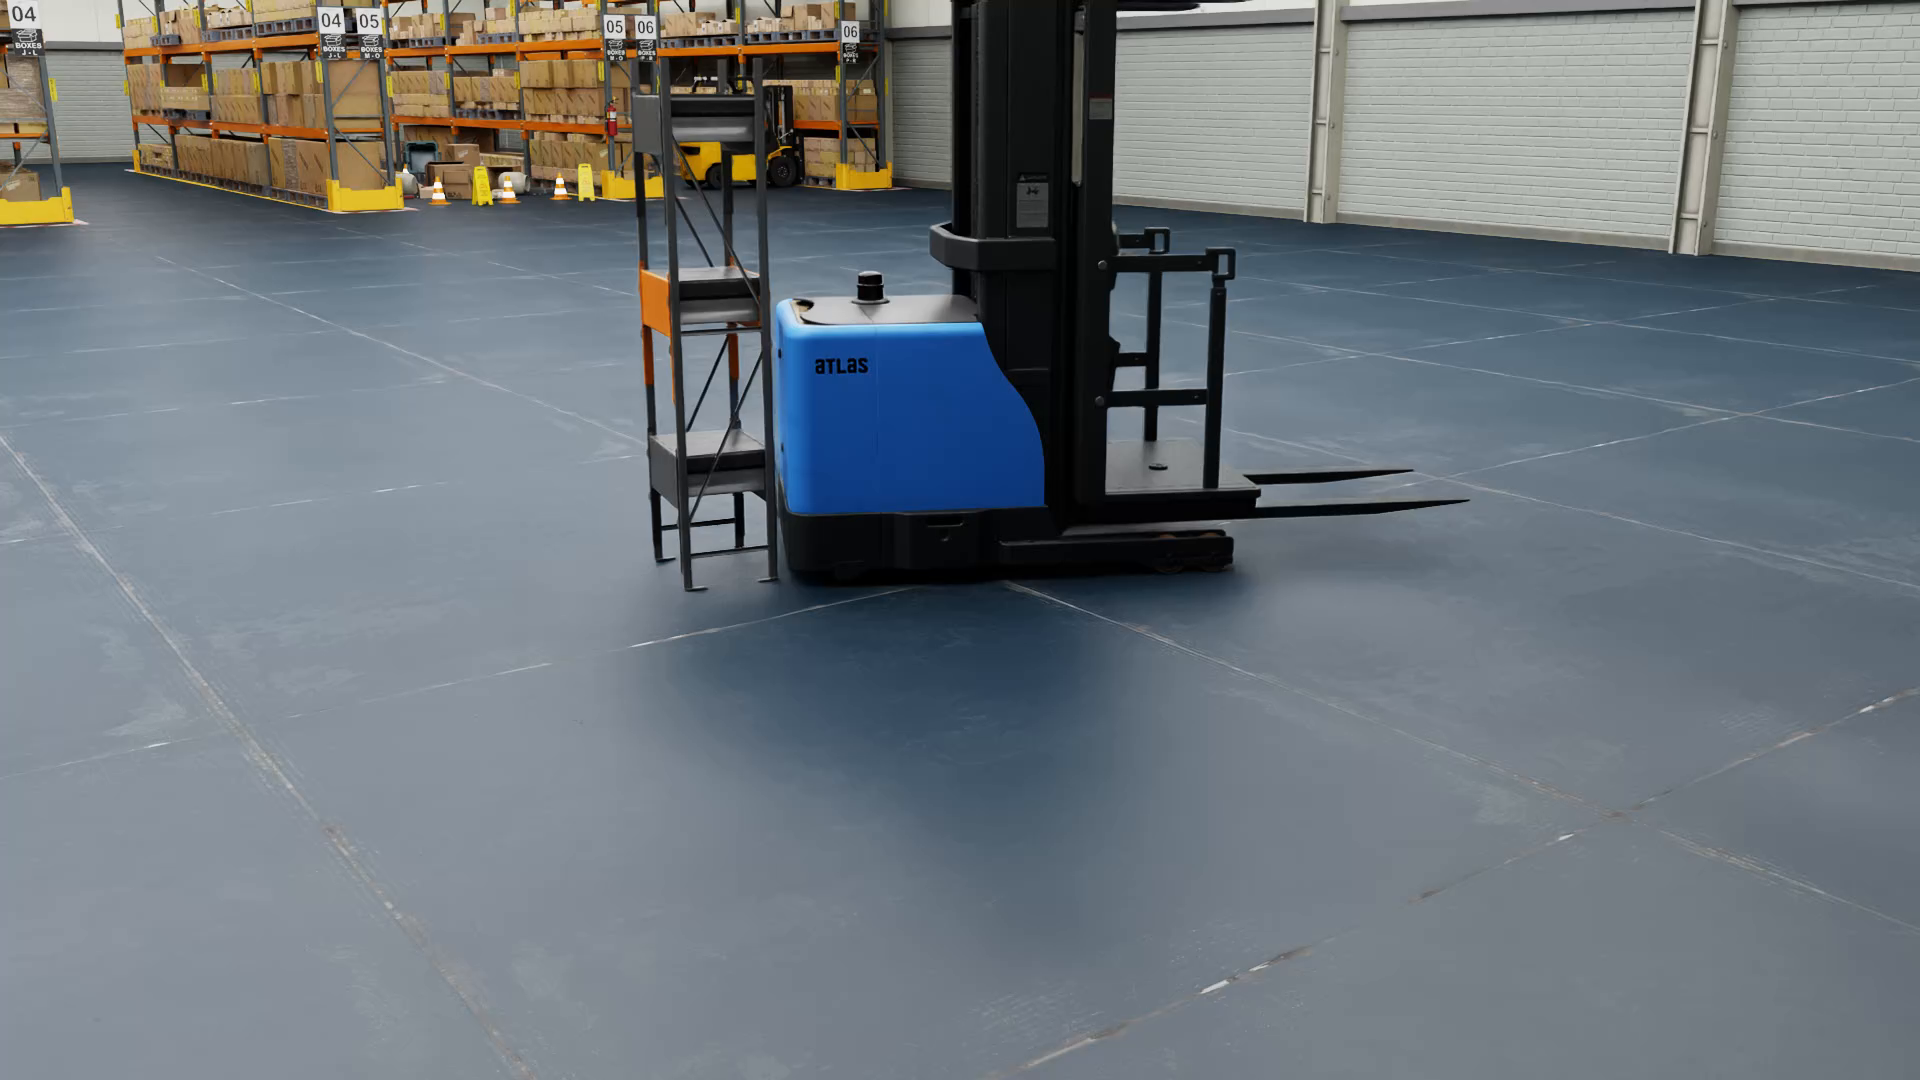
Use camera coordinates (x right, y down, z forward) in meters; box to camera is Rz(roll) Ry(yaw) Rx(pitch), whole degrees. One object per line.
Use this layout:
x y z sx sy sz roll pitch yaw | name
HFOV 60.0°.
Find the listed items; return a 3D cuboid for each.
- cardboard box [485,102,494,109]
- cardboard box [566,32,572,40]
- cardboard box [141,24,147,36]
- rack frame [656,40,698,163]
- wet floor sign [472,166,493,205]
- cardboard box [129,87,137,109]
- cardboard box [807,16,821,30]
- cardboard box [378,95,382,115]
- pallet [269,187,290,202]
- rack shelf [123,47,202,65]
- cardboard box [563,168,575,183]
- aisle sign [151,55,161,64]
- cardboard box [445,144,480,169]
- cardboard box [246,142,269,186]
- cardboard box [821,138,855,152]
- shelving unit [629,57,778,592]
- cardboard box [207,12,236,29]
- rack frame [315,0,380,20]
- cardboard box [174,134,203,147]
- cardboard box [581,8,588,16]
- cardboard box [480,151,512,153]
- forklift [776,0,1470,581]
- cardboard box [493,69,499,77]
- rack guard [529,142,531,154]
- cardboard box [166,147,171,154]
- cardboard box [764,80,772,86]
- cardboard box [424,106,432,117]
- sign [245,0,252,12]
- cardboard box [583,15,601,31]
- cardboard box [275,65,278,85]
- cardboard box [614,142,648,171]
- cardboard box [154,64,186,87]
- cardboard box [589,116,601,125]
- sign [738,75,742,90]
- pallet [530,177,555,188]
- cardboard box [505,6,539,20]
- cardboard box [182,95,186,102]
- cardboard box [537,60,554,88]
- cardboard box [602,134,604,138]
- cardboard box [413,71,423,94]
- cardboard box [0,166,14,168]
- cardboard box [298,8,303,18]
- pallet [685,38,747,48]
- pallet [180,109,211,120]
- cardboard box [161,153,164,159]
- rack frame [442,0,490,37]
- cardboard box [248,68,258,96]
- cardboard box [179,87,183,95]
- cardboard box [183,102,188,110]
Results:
-9.701 -9.088 34.781 0.380 0.149 0.250 -10 18 -33 | cardboard box
-7.115 -9.386 30.981 0.380 0.149 0.250 -11 19 -36 | cardboard box
-18.033 -11.420 37.275 0.500 0.250 0.500 -10 18 -32 | cardboard box
-6.640 -10.229 39.268 1.000 3.000 0.127 -11 19 -35 | rack frame
-8.275 -6.125 28.734 0.232 0.644 0.267 14 21 42 | wet floor sign
-19.261 -10.429 39.246 0.500 0.500 0.500 -10 18 -32 | cardboard box
-2.818 -10.338 33.252 0.396 0.266 0.258 -11 19 -34 | cardboard box
-13.791 -10.529 40.173 0.500 0.500 0.500 -11 19 -36 | cardboard box
-11.862 -6.294 30.174 1.003 0.211 1.213 -11 19 -35 | pallet
-18.125 -11.049 37.944 1.077 0.370 4.000 -11 19 -35 | rack shelf
-7.252 -6.980 31.808 0.500 0.250 0.500 -12 19 -37 | cardboard box
-19.101 -11.692 39.690 0.394 0.787 0.004 -11 19 -35 | aisle sign
-9.723 -7.481 32.527 0.500 0.500 0.500 -11 19 -35 | cardboard box
-12.683 -7.050 31.118 1.050 0.750 0.750 -11 19 -35 | cardboard box
-2.459 -7.929 33.385 0.500 0.250 0.500 -10 18 -33 | cardboard box
-1.046 -0.882 6.822 0.431 2.100 0.503 -7 17 -23 | shelving unit
-14.350 -10.134 32.422 0.500 0.311 0.500 -11 19 -34 | cardboard box
-9.893 -9.853 26.531 1.000 3.000 0.127 -11 19 -35 | rack frame
-16.728 -8.682 36.134 0.500 0.250 0.500 -12 19 -37 | cardboard box
-6.672 -9.599 30.249 0.380 0.149 0.250 -11 19 -35 | cardboard box
-10.329 -8.271 36.295 0.950 0.372 0.625 -12 20 -38 | cardboard box
0.722 -1.406 7.160 3.031 2.935 1.130 -2 15 -8 | forklift
-9.351 -9.574 34.099 0.380 0.149 0.250 -12 19 -37 | cardboard box
-11.299 -10.716 45.780 1.175 0.500 0.348 -11 19 -35 | rack guard
-17.551 -8.721 37.234 0.380 0.149 0.250 -11 19 -34 | cardboard box
-3.888 -9.600 34.986 0.380 0.149 0.250 -10 18 -33 | cardboard box
-11.756 -9.670 37.509 0.500 0.250 0.500 -11 19 -35 | cardboard box
-12.679 -9.576 29.622 0.100 0.325 0.005 -11 19 -35 | sign
-6.468 -9.335 30.040 0.500 0.250 0.500 -11 19 -35 | cardboard box
-11.639 -8.224 29.611 0.875 0.550 0.550 -11 19 -35 | cardboard box
-6.214 -7.208 31.222 0.500 0.500 0.500 -12 19 -36 | cardboard box
-17.444 -10.255 36.714 0.500 0.500 0.500 -12 19 -36 | cardboard box
-6.581 -7.712 30.547 0.380 0.149 0.250 -11 19 -35 | cardboard box
-4.721 -9.809 35.690 0.100 0.325 0.005 -11 19 -35 | sign
-7.877 -7.121 33.194 1.003 0.211 1.213 -11 19 -35 | pallet
-8.745 -10.526 33.212 0.500 0.250 0.500 -10 18 -33 | cardboard box
-15.862 -9.147 34.432 0.380 0.149 0.250 -11 19 -35 | cardboard box
-7.661 -8.926 31.861 0.700 0.500 0.500 -11 19 -36 | cardboard box
-8.996 -10.275 42.147 0.380 0.149 0.250 -10 18 -32 | cardboard box
-12.055 -10.383 37.746 0.500 0.500 0.500 -11 19 -35 | cardboard box
-15.771 -5.850 27.207 0.500 0.500 0.500 -5 16 -17 | cardboard box
-10.662 -8.663 27.355 0.380 0.149 0.250 -11 19 -34 | cardboard box
-5.509 -11.216 37.547 1.003 0.211 1.213 -10 18 -32 | pallet
-15.794 -8.992 35.111 1.003 0.211 1.213 -11 19 -35 | pallet
-17.966 -8.742 37.874 0.380 0.149 0.250 -10 18 -33 | cardboard box
-10.653 -12.352 35.658 1.000 3.000 0.127 -11 19 -35 | rack frame
-12.846 -8.559 31.082 0.700 0.500 0.500 -11 19 -35 | cardboard box
-16.015 -9.346 34.596 0.380 0.149 0.250 -10 18 -32 | cardboard box
-15.858 -9.003 34.467 0.380 0.149 0.250 -12 19 -37 | cardboard box
